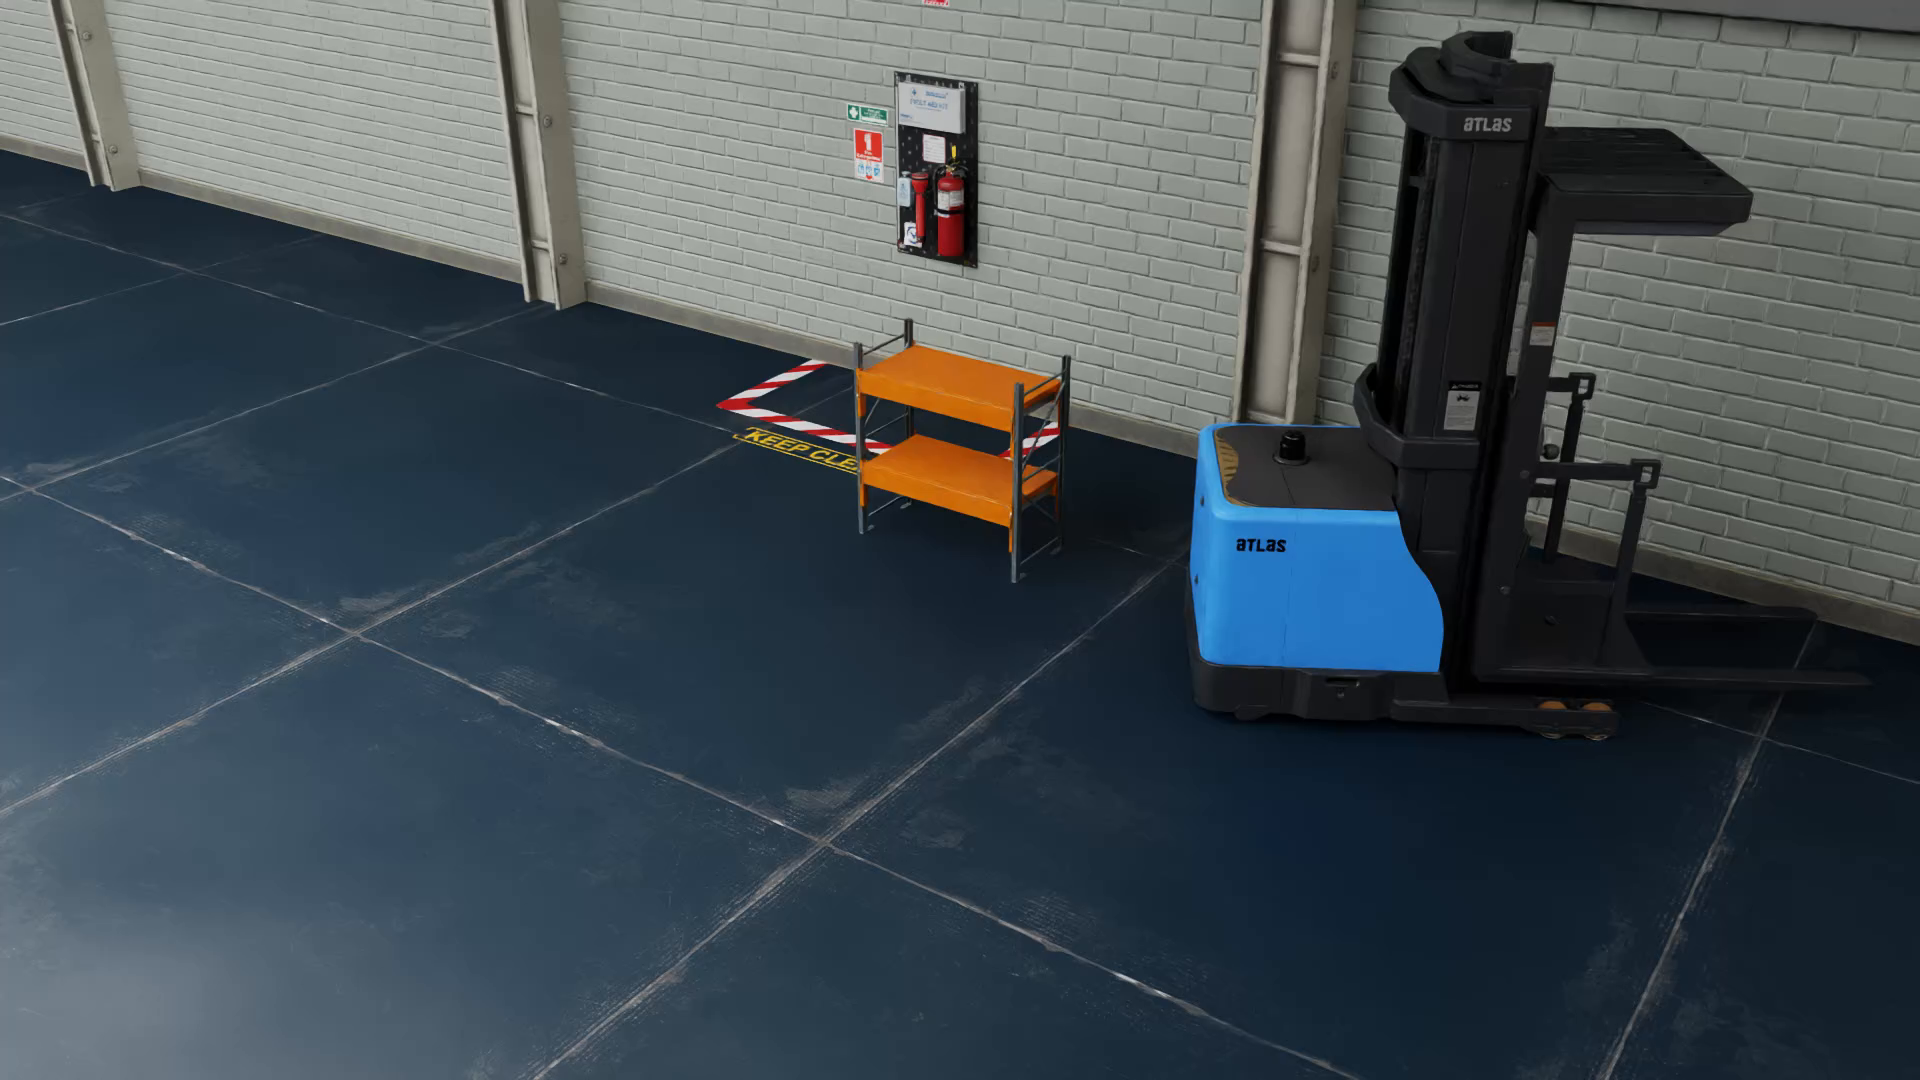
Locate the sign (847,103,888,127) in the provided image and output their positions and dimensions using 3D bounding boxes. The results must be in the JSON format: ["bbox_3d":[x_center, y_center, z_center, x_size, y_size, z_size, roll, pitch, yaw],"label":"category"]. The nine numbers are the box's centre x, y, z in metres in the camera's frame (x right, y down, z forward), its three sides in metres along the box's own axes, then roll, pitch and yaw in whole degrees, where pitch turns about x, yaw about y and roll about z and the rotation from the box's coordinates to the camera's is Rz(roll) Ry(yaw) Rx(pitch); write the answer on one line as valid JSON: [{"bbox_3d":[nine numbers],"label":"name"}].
[{"bbox_3d":[-0.596,-2.735,10.693,0.331,0.109,0.001,17,32,30],"label":"sign"}]

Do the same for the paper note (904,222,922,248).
[{"bbox_3d":[-0.304,-1.986,10.816,0.142,0.148,0.016,17,32,30],"label":"paper note"}]

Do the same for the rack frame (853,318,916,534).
[{"bbox_3d":[-0.413,-0.630,9.248,0.032,1.125,0.500,17,32,30],"label":"rack frame"}]

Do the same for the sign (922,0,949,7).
[{"bbox_3d":[-0.147,-3.379,10.027,0.199,0.298,0.001,17,32,30],"label":"sign"}]

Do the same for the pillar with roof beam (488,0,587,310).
[{"bbox_3d":[-5.565,-4.263,7.705,0.400,9.000,9.100,17,32,30],"label":"pillar with roof beam"}]

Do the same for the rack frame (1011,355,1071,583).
[{"bbox_3d":[0.425,-0.369,8.735,0.032,1.125,0.500,17,32,30],"label":"rack frame"}]

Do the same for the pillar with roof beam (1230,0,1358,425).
[{"bbox_3d":[-0.619,-2.722,4.678,0.400,9.000,9.100,17,32,30],"label":"pillar with roof beam"}]

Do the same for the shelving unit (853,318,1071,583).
[{"bbox_3d":[0.006,-0.500,8.991,1.048,1.125,0.538,17,32,30],"label":"shelving unit"}]

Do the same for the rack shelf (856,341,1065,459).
[{"bbox_3d":[0.006,-0.760,8.859,1.000,0.278,0.538,17,32,30],"label":"rack shelf"}]

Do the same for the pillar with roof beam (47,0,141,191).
[{"bbox_3d":[-10.511,-5.804,10.733,0.400,9.000,9.100,17,32,30],"label":"pillar with roof beam"}]

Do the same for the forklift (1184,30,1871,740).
[{"bbox_3d":[2.617,-0.657,7.309,3.031,2.935,1.130,2,27,3],"label":"forklift"}]

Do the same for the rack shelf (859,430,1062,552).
[{"bbox_3d":[0.006,-0.282,9.102,1.000,0.278,0.538,17,32,30],"label":"rack shelf"}]

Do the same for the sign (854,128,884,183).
[{"bbox_3d":[-0.595,-2.503,10.823,0.234,0.329,0.001,17,32,30],"label":"sign"}]

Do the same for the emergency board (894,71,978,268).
[{"bbox_3d":[-0.197,-2.307,10.476,0.643,1.169,0.194,17,32,30],"label":"emergency board"}]
